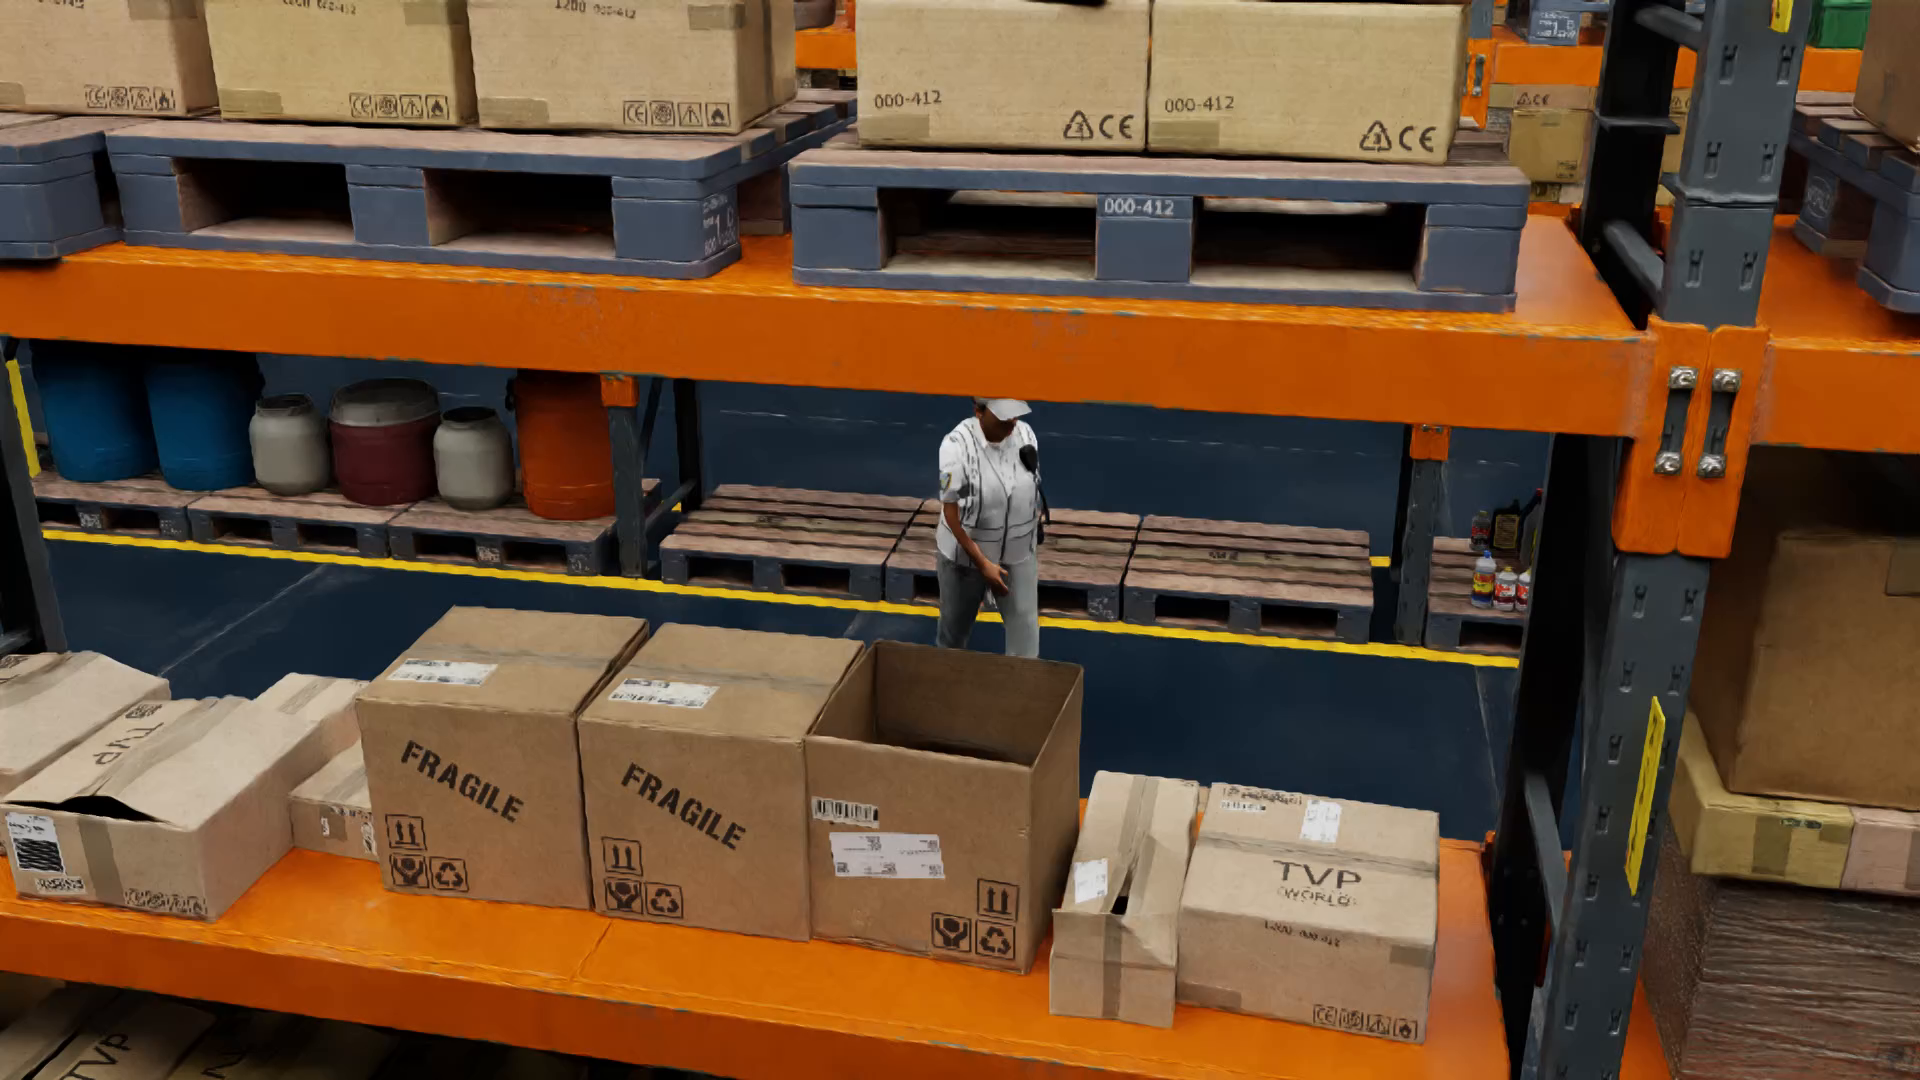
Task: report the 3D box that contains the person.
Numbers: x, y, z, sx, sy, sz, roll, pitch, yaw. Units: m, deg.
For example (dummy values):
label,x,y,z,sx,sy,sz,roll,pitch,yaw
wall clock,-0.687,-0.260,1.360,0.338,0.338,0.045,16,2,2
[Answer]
label,x,y,z,sx,sy,sz,roll,pitch,yaw
person,0.139,0.070,6.900,0.468,1.623,0.958,-7,23,-17
